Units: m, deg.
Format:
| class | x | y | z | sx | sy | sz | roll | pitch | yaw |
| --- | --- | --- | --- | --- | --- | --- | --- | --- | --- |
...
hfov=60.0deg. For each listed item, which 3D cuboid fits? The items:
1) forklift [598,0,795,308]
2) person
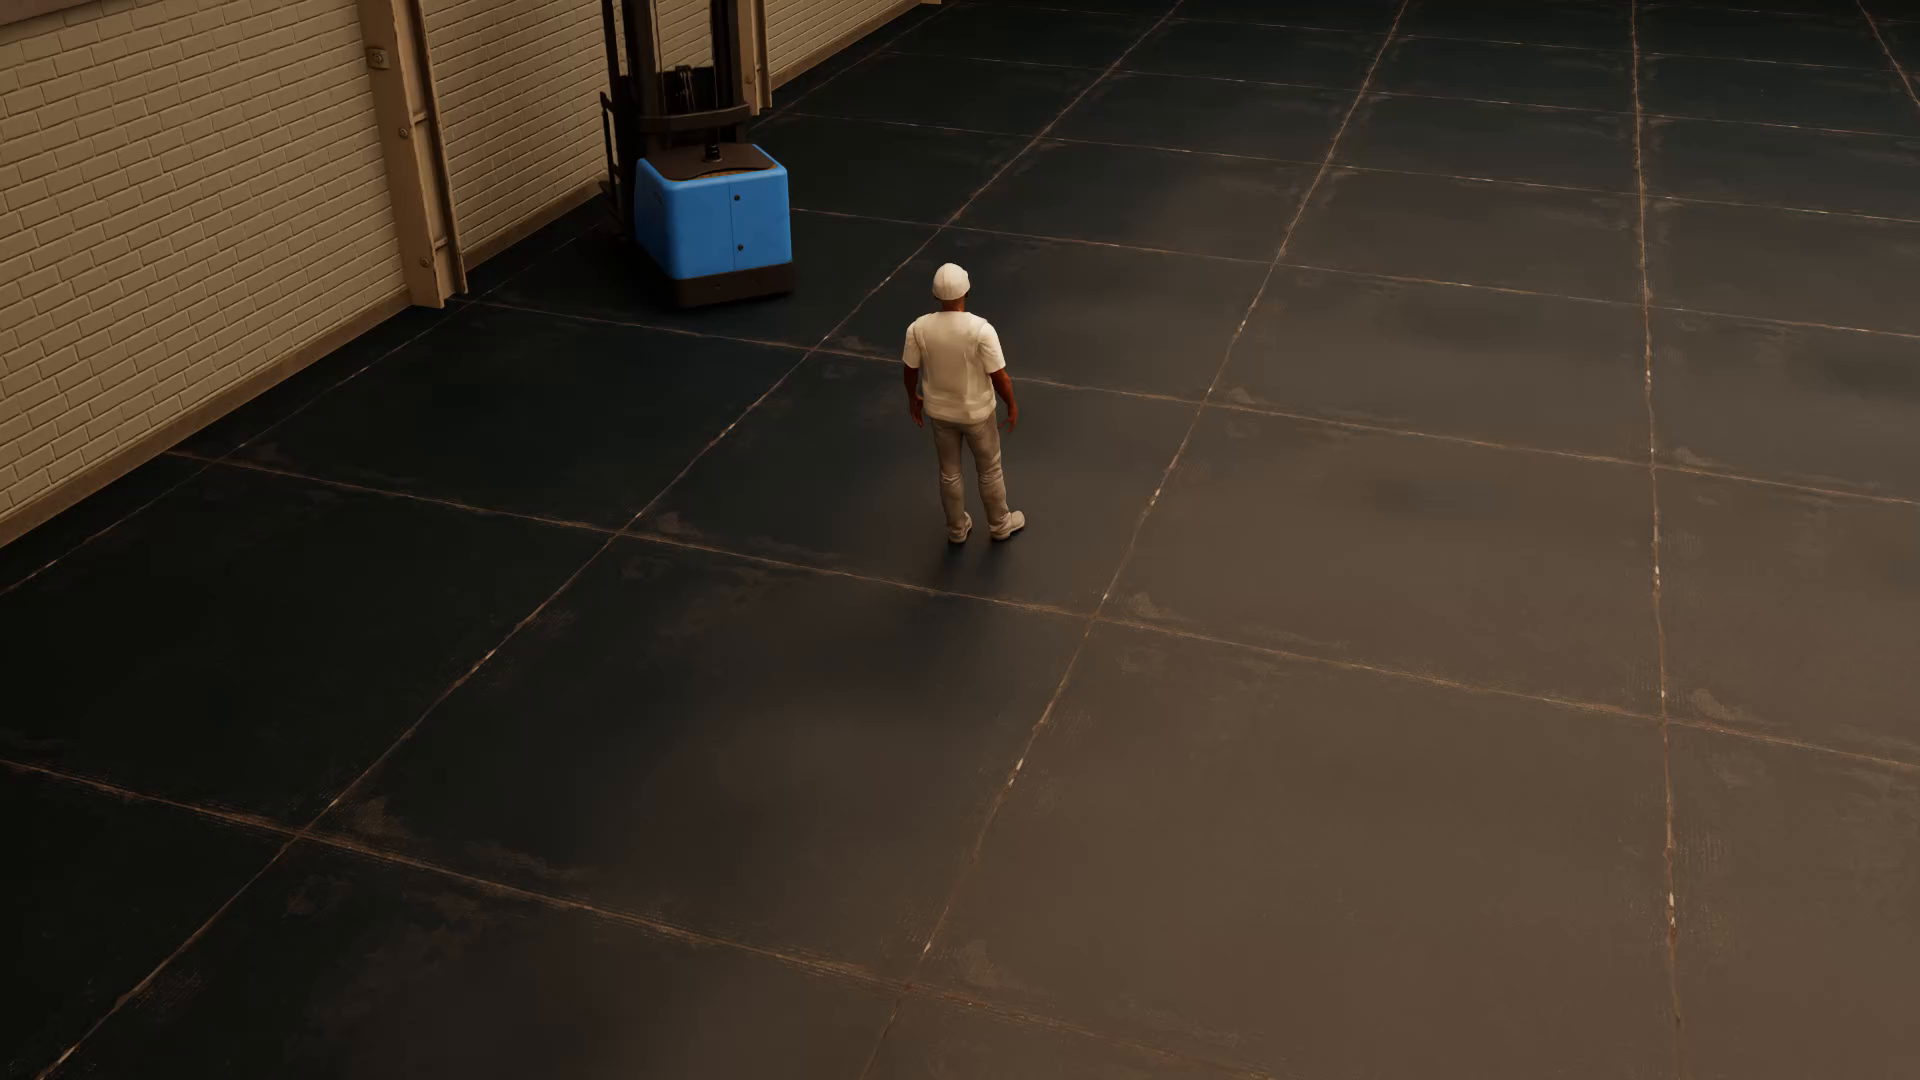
| class | x | y | z | sx | sy | sz | roll | pitch | yaw |
| --- | --- | --- | --- | --- | --- | --- | --- | --- | --- |
| forklift | -2.426 | -3.816 | 13.831 | 1.130 | 2.935 | 3.031 | -13 | 32 | -22 |
| person | 0.027 | -0.805 | 9.712 | 0.666 | 1.768 | 0.575 | 10 | 31 | 16 |
